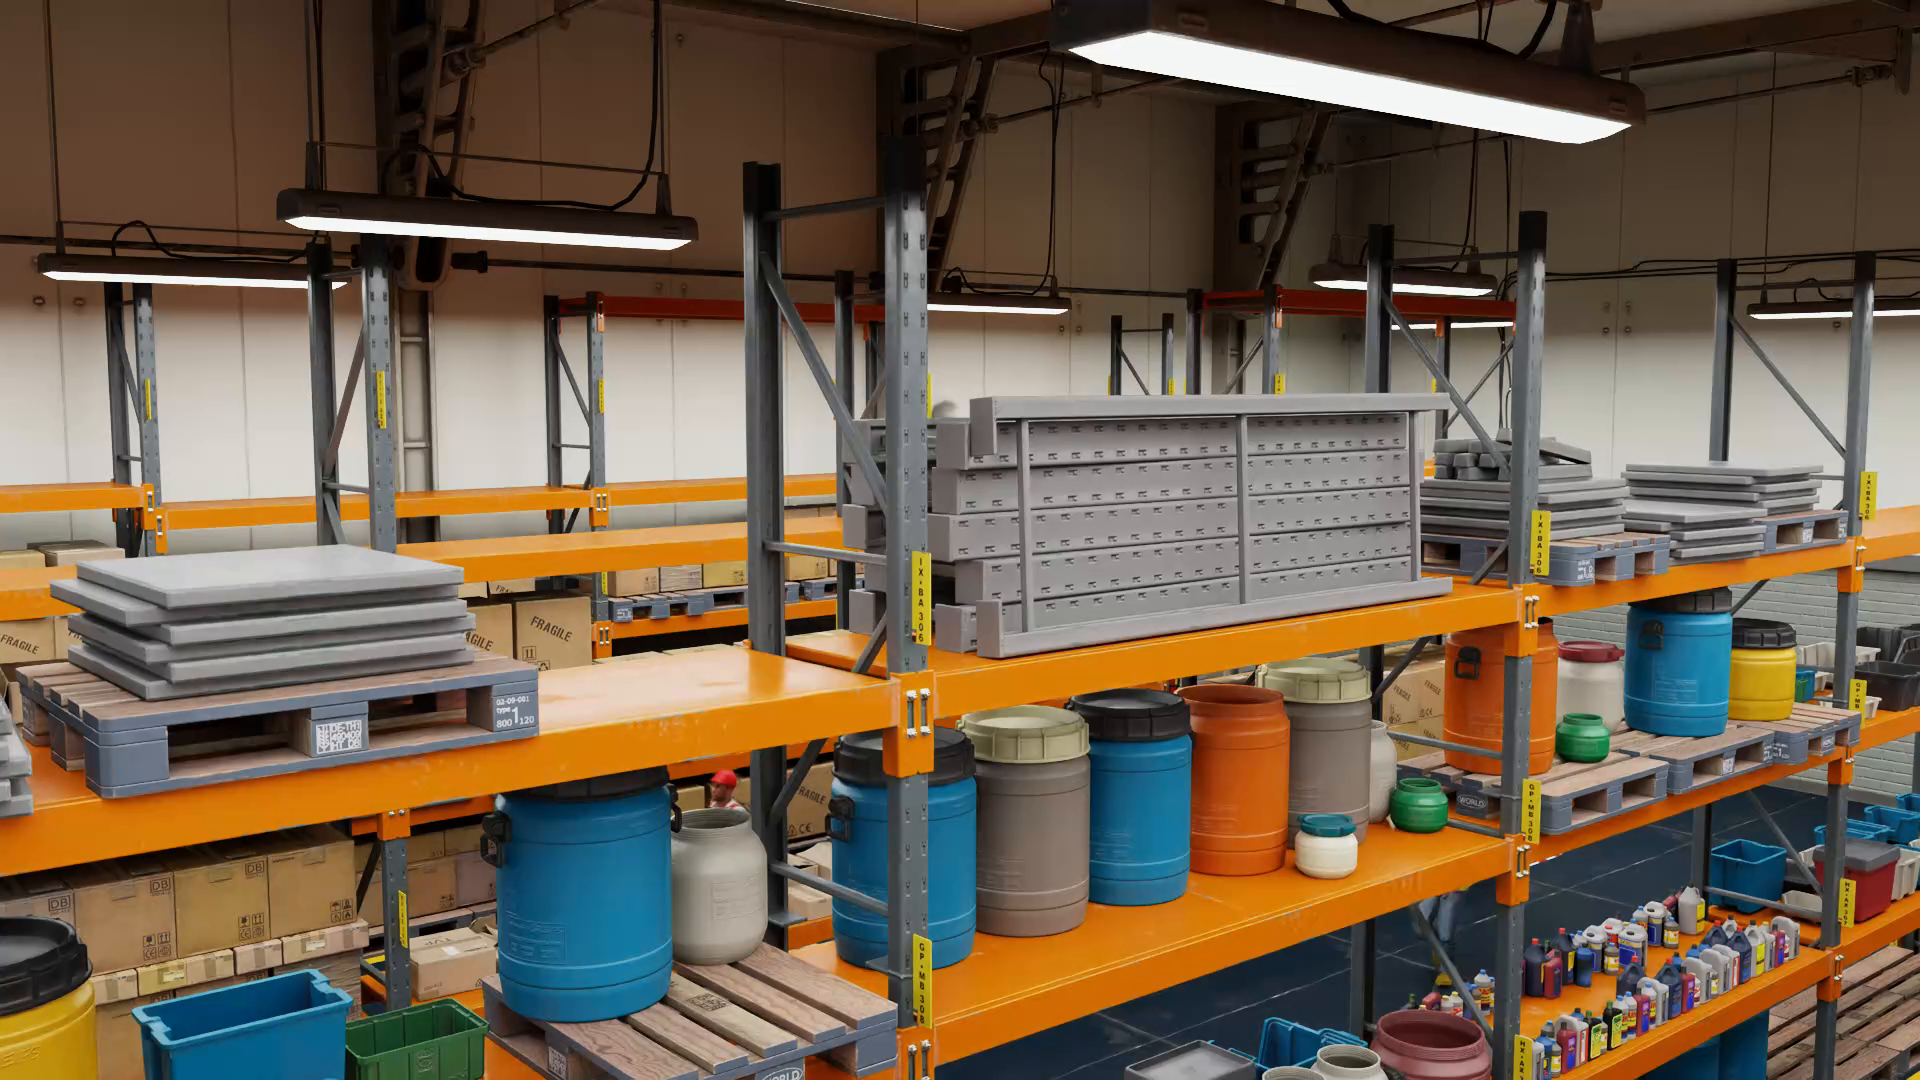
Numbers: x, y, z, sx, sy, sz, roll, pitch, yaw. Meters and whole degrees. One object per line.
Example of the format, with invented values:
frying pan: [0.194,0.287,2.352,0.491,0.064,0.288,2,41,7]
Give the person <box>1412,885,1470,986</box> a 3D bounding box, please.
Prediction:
person: [4.089,2.951,14.158,0.694,1.711,0.620,5,7,42]

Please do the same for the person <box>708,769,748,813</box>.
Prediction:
person: [-2.053,2.860,14.410,0.659,1.772,1.004,5,8,44]
